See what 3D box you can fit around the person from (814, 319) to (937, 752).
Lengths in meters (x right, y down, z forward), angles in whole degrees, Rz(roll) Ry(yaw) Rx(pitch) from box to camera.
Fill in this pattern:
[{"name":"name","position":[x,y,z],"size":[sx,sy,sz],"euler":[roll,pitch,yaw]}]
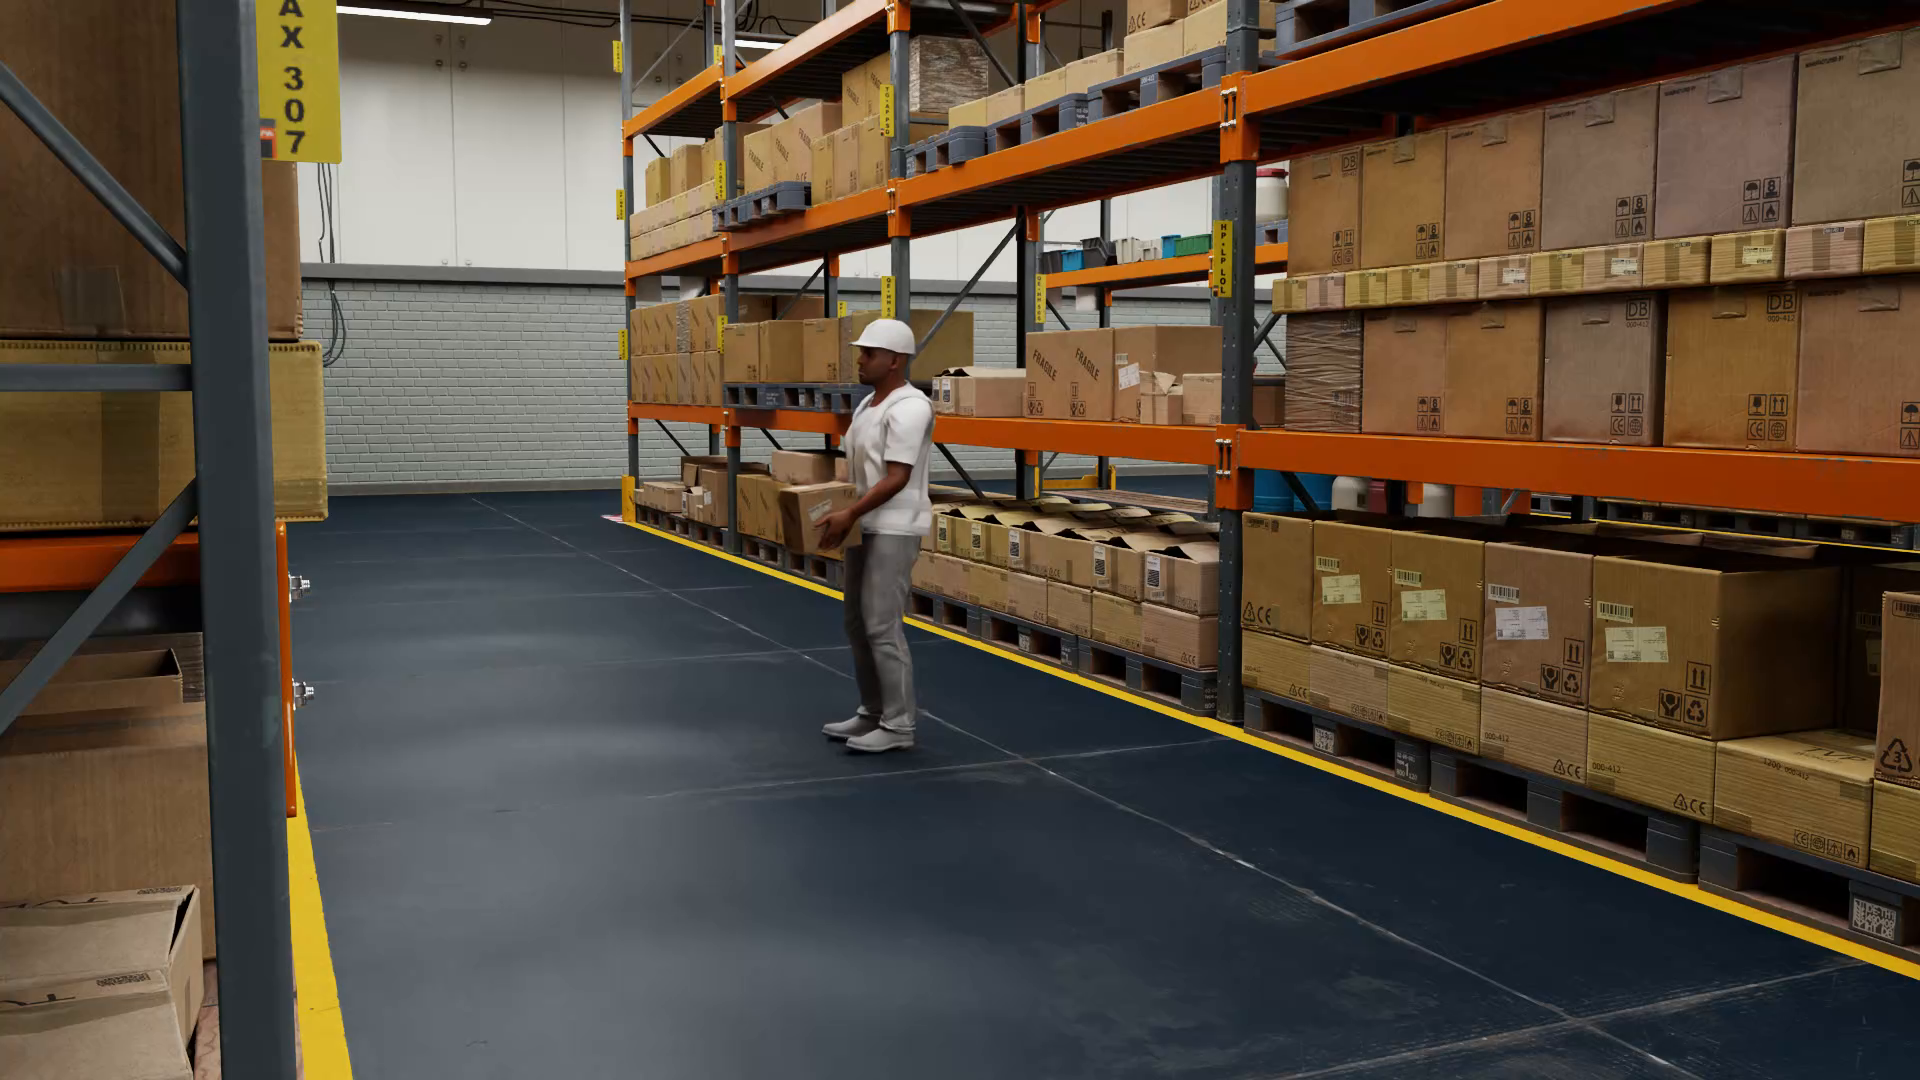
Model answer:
[{"name":"person","position":[-0.393,-0.022,6.861],"size":[0.541,1.770,0.548],"euler":[-2,6,-24]}]
